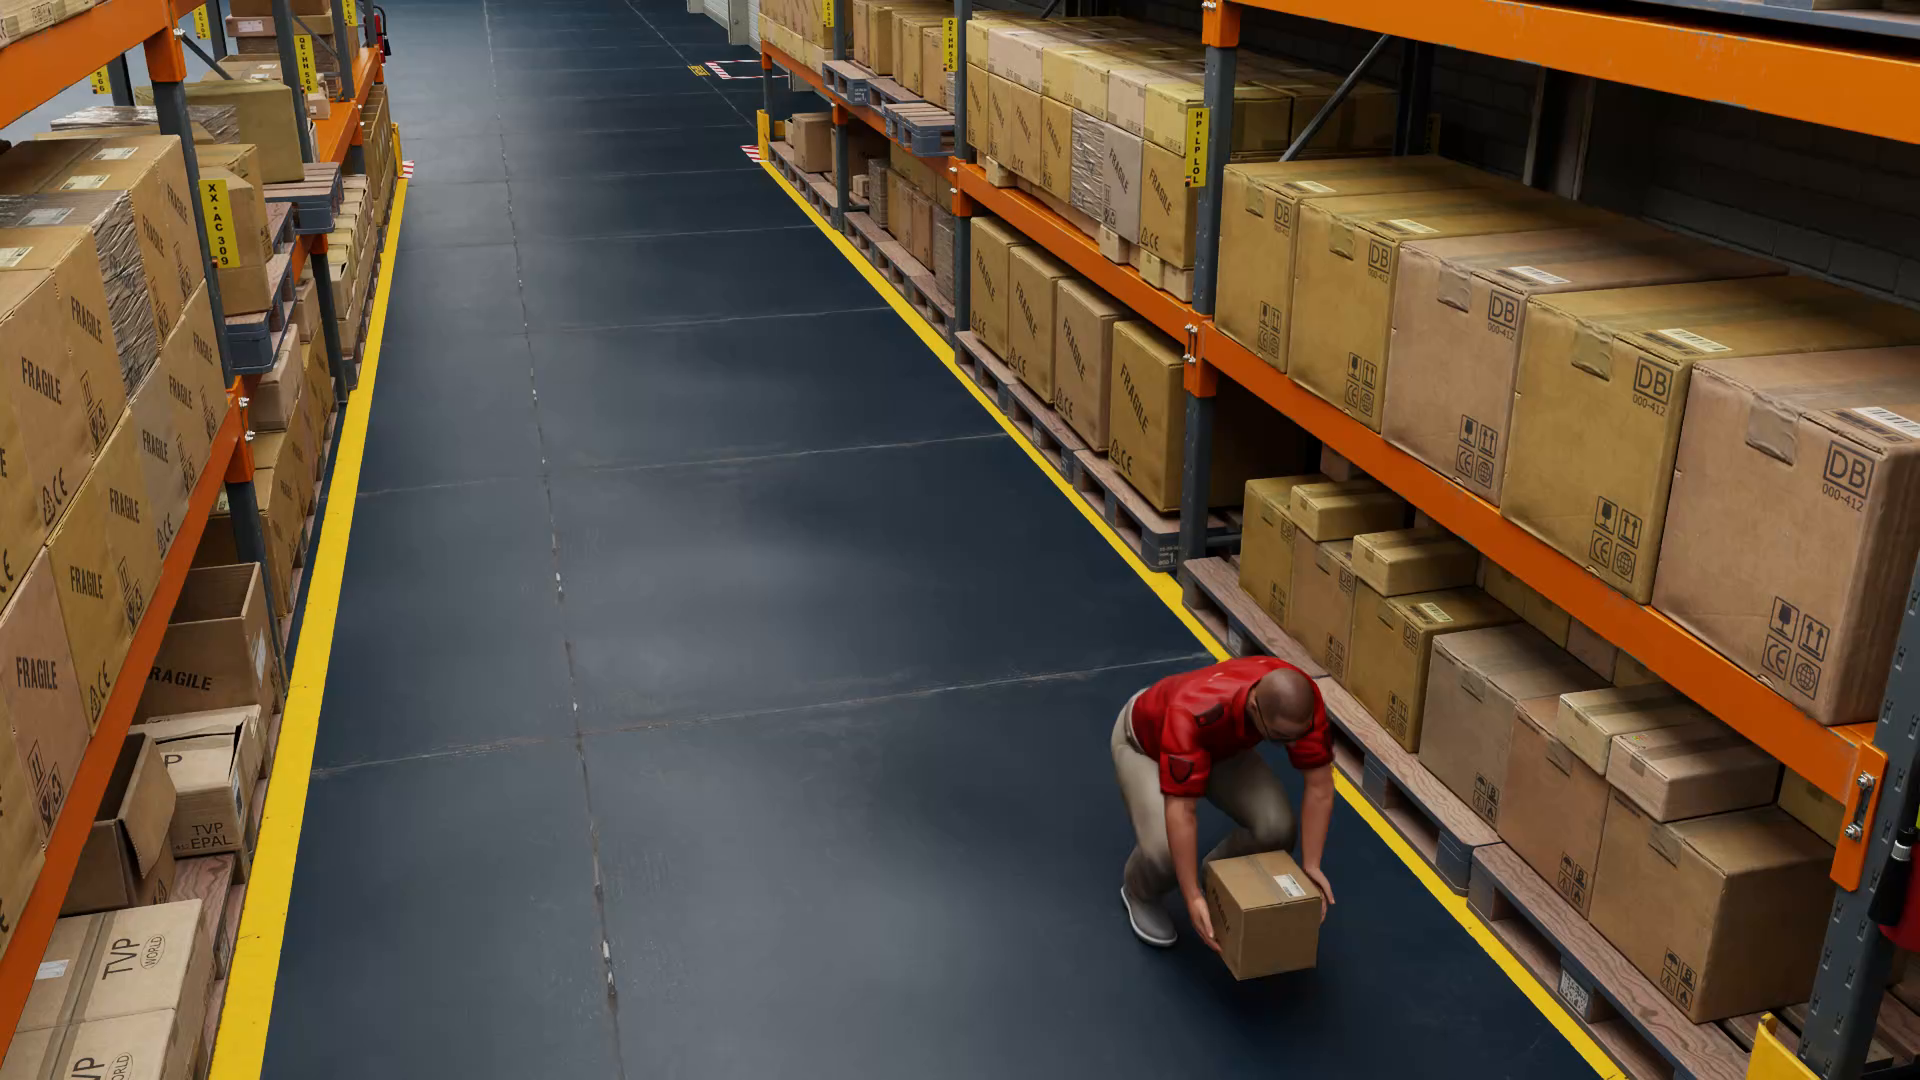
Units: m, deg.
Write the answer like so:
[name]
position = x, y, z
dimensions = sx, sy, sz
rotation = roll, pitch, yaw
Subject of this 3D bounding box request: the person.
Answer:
[person]
position = 0.809, 0.757, 5.151
dimensions = 0.574, 1.085, 0.843
rotation = -6, 24, -14
